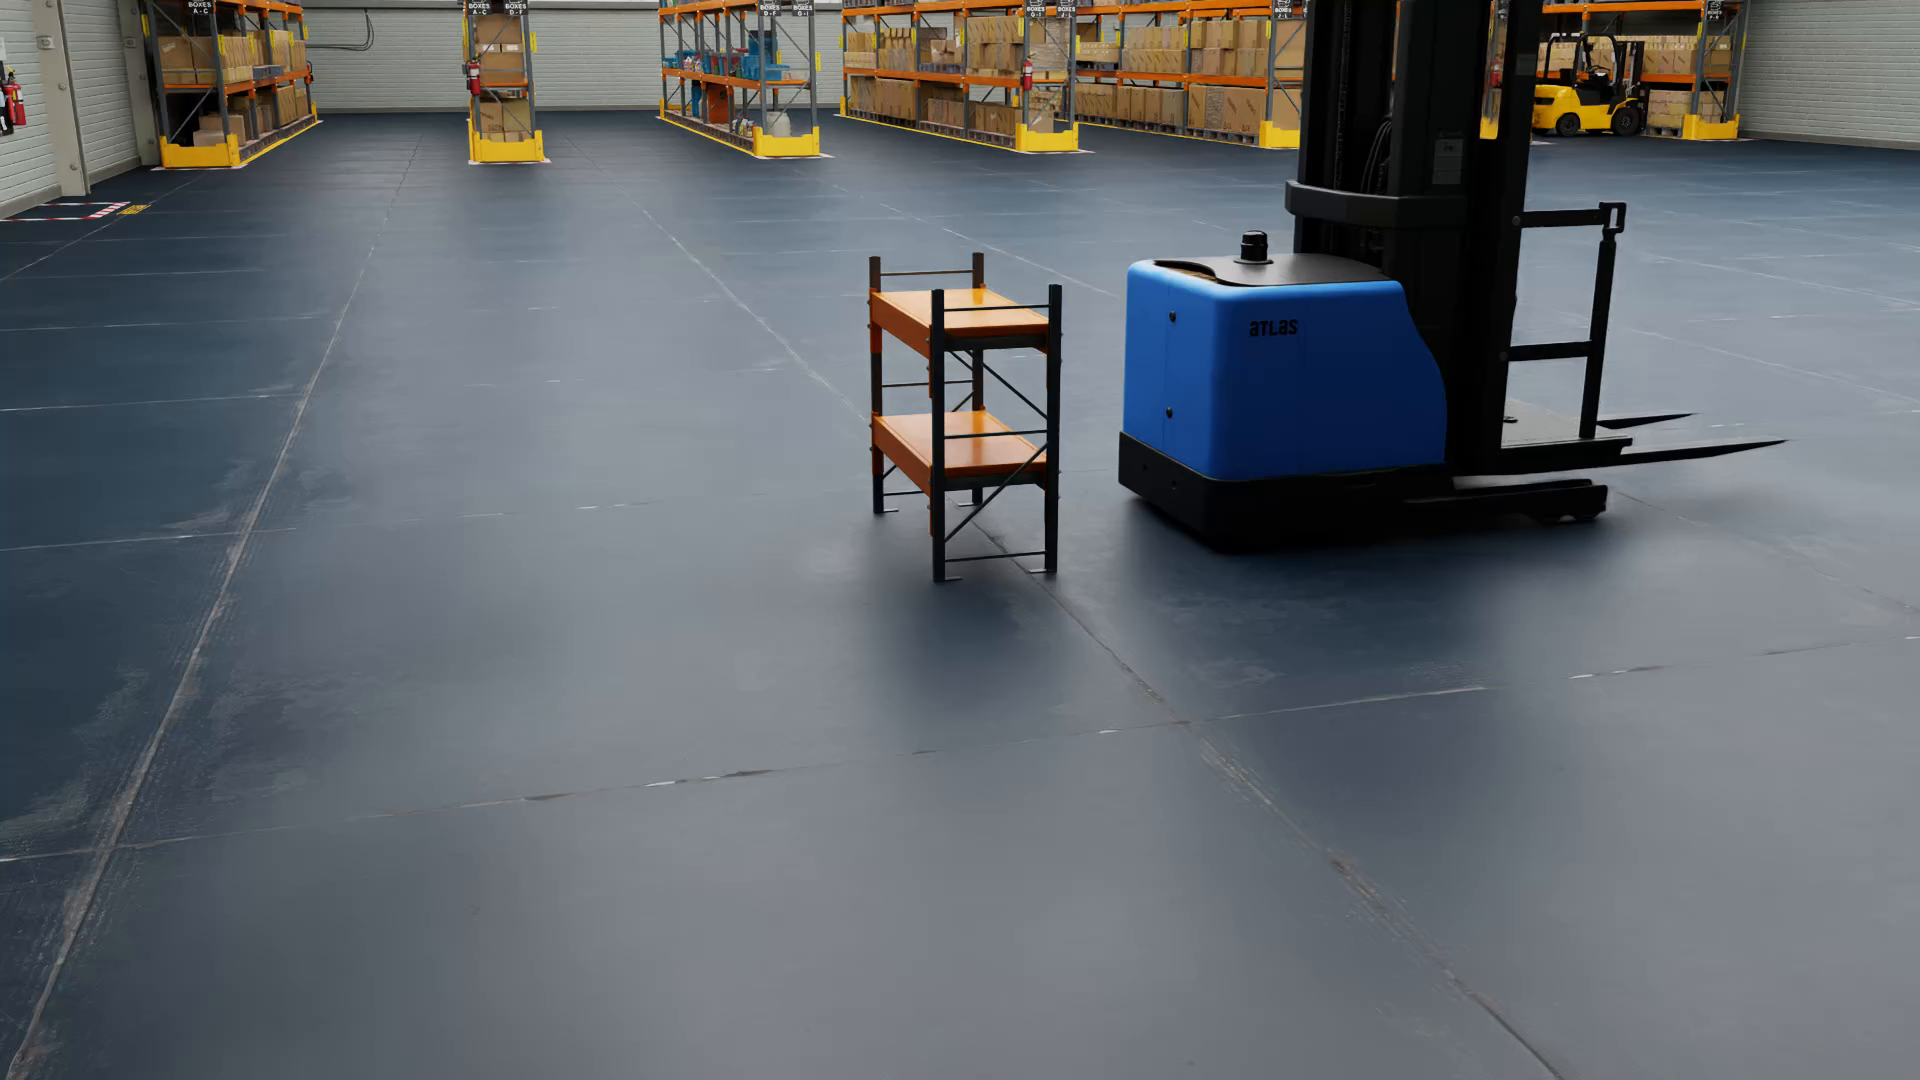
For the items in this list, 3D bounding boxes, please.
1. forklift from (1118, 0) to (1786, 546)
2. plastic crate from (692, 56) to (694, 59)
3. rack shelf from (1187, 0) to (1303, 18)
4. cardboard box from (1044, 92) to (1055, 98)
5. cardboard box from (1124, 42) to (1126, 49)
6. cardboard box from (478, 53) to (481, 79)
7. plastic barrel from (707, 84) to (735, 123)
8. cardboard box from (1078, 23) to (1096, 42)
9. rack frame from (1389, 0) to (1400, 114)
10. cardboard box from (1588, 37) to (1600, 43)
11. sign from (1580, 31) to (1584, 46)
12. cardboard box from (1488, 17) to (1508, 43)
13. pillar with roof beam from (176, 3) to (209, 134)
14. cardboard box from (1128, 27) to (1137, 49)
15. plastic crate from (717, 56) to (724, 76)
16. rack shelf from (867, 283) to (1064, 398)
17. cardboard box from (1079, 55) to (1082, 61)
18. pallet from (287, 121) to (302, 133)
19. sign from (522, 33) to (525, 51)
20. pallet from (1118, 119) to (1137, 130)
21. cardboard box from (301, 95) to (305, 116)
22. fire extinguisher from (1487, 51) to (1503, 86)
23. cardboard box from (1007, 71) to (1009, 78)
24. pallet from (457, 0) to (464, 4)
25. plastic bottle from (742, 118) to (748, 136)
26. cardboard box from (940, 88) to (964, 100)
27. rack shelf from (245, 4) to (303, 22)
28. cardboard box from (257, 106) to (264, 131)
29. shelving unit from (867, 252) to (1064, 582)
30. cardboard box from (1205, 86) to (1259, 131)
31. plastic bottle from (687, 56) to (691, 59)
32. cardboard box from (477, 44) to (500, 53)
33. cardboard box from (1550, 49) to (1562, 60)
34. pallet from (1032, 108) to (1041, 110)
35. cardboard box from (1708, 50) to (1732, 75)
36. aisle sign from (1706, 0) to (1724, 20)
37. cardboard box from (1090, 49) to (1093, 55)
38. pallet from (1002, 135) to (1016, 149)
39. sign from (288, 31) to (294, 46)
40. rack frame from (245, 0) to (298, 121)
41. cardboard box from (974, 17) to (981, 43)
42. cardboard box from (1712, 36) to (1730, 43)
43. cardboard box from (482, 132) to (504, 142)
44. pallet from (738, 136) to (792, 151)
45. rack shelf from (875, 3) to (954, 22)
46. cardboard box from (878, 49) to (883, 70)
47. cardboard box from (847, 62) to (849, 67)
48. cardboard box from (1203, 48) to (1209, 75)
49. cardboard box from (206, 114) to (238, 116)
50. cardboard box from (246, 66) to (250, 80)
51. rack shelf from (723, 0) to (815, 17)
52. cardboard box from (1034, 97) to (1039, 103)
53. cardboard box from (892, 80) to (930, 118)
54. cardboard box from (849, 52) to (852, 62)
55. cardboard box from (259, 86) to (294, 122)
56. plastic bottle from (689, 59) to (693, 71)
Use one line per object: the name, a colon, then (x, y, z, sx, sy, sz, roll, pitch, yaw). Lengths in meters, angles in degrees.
forklift: (2.296, -1.610, 7.218, 3.031, 2.935, 1.130, -5, 18, -17)
plastic crate: (-6.632, -12.165, 42.337, 0.437, 0.282, 0.530, -5, 17, -15)
rack shelf: (5.918, -10.837, 33.853, 1.077, 0.370, 4.000, -5, 17, -15)
cardboard box: (2.478, -11.991, 44.850, 0.380, 0.149, 0.250, -6, 18, -18)
cardboard box: (4.188, -12.056, 40.547, 0.380, 0.149, 0.250, -5, 17, -16)
cardboard box: (-8.827, -9.078, 31.785, 0.700, 0.500, 0.500, -5, 17, -17)
plastic barrel: (-5.441, -9.945, 37.888, 0.600, 0.830, 0.708, -5, 17, -15)
cardboard box: (3.280, -13.325, 43.668, 0.500, 0.500, 0.500, -4, 17, -14)
rack frame: (10.100, -10.718, 37.419, 1.000, 3.000, 0.127, -5, 17, -15)
cardboard box: (14.674, -11.501, 38.207, 0.380, 0.149, 0.250, -4, 17, -14)
sign: (14.352, -11.582, 38.422, 0.100, 0.325, 0.005, -5, 17, -15)
cardboard box: (10.849, -10.405, 33.947, 0.700, 0.500, 0.500, -5, 17, -17)
pillar with roof beam: (-11.151, -12.652, 33.428, 9.100, 9.000, 0.400, -5, 17, -15)
cardboard box: (4.383, -11.807, 39.132, 0.700, 0.500, 0.500, -5, 17, -16)
plastic crate: (-4.793, -9.816, 34.443, 0.392, 0.384, 0.575, -5, 17, -15)
rack shelf: (-0.002, -0.821, 6.712, 0.538, 0.278, 1.000, -5, 17, -15)
cardboard box: (3.199, -12.086, 41.681, 0.380, 0.149, 0.250, -5, 17, -16)
pallet: (-15.631, -9.429, 37.977, 1.003, 0.211, 1.213, -5, 17, -15)
sign: (-8.421, -9.649, 32.218, 0.100, 0.325, 0.005, -5, 17, -15)
pallet: (4.413, -9.846, 39.362, 1.003, 0.211, 1.213, -5, 17, -15)
cardboard box: (-16.449, -10.620, 40.707, 0.700, 0.500, 0.500, -5, 18, -17)
fire extinguisher: (10.787, -9.506, 33.520, 0.296, 0.674, 0.183, -5, 17, -15)
cardboard box: (1.125, -9.047, 32.294, 0.380, 0.149, 0.250, -5, 17, -15)
pallet: (-10.754, -12.239, 37.596, 1.213, 0.211, 1.003, -5, 17, -15)
plastic bottle: (-4.148, -8.008, 32.236, 0.144, 0.351, 0.185, -4, 17, -13)
cardboard box: (-0.160, -10.085, 37.588, 0.500, 0.250, 0.500, -3, 17, -9)
rack shelf: (-16.465, -12.618, 39.780, 1.077, 0.370, 4.000, -5, 17, -15)
cardboard box: (-14.538, -8.533, 33.725, 0.700, 0.500, 0.500, -5, 17, -15)
shelving unit: (-0.002, -0.541, 6.796, 0.538, 1.125, 1.048, -5, 17, -15)
cardboard box: (5.725, -9.054, 34.842, 0.875, 0.875, 0.875, -5, 17, -15)
plastic bottle: (-6.593, -11.598, 40.434, 0.144, 0.351, 0.185, -5, 17, -15)
cardboard box: (-8.144, -8.495, 28.717, 0.380, 0.149, 0.250, -5, 17, -16)
cardboard box: (14.342, -11.536, 39.535, 0.500, 0.250, 0.500, -5, 17, -17)
pallet: (2.612, -11.697, 45.526, 1.003, 0.211, 1.213, -5, 17, -15)
cardboard box: (16.101, -10.212, 35.560, 0.500, 0.500, 0.500, -4, 17, -13)
aisle sign: (15.706, -11.209, 34.534, 0.394, 0.787, 0.004, -5, 17, -15)
cardboard box: (3.411, -12.014, 40.922, 0.380, 0.149, 0.250, -5, 17, -16)
pallet: (1.460, -7.741, 32.356, 1.003, 0.211, 1.213, -5, 17, -15)
sign: (-15.396, -11.535, 38.263, 0.100, 0.325, 0.005, -5, 17, -15)
rack frame: (-15.915, -10.972, 38.266, 1.000, 3.000, 0.127, -5, 17, -15)
cardboard box: (0.589, -10.321, 33.668, 0.500, 0.500, 0.500, -5, 17, -15)
cardboard box: (16.084, -10.616, 35.260, 0.380, 0.149, 0.250, -5, 17, -16)
cardboard box: (-8.287, -7.055, 29.274, 0.500, 0.250, 0.500, -5, 17, -15)
pallet: (-3.708, -7.680, 32.153, 1.003, 0.211, 1.213, -5, 17, -15)
rack shelf: (-1.078, -12.686, 40.008, 1.077, 0.370, 4.000, -5, 17, -15)
cardboard box: (-1.741, -12.048, 41.674, 0.500, 0.500, 0.500, -5, 17, -15)
cardboard box: (-2.874, -12.938, 45.247, 0.380, 0.149, 0.250, -5, 17, -16)
cardboard box: (5.654, -10.119, 35.164, 0.875, 0.550, 0.550, -5, 17, -15)
cardboard box: (-13.393, -7.489, 30.251, 0.500, 0.500, 0.500, -6, 18, -19)
cardboard box: (-13.166, -8.452, 30.101, 0.500, 0.250, 0.500, -5, 17, -15)
rack shelf: (-3.641, -10.082, 31.337, 1.077, 0.370, 4.000, -5, 17, -15)
cardboard box: (2.271, -12.145, 45.877, 0.380, 0.149, 0.250, -6, 18, -18)
cardboard box: (-0.935, -10.664, 40.203, 1.225, 0.875, 0.875, -5, 17, -15)
cardboard box: (-2.705, -13.027, 44.850, 0.500, 0.250, 0.500, -5, 17, -16)
cardboard box: (-15.364, -9.729, 37.133, 0.750, 0.750, 0.750, -4, 17, -14)
plastic bottle: (-6.310, -11.218, 39.299, 0.152, 0.276, 0.135, -5, 17, -15)
